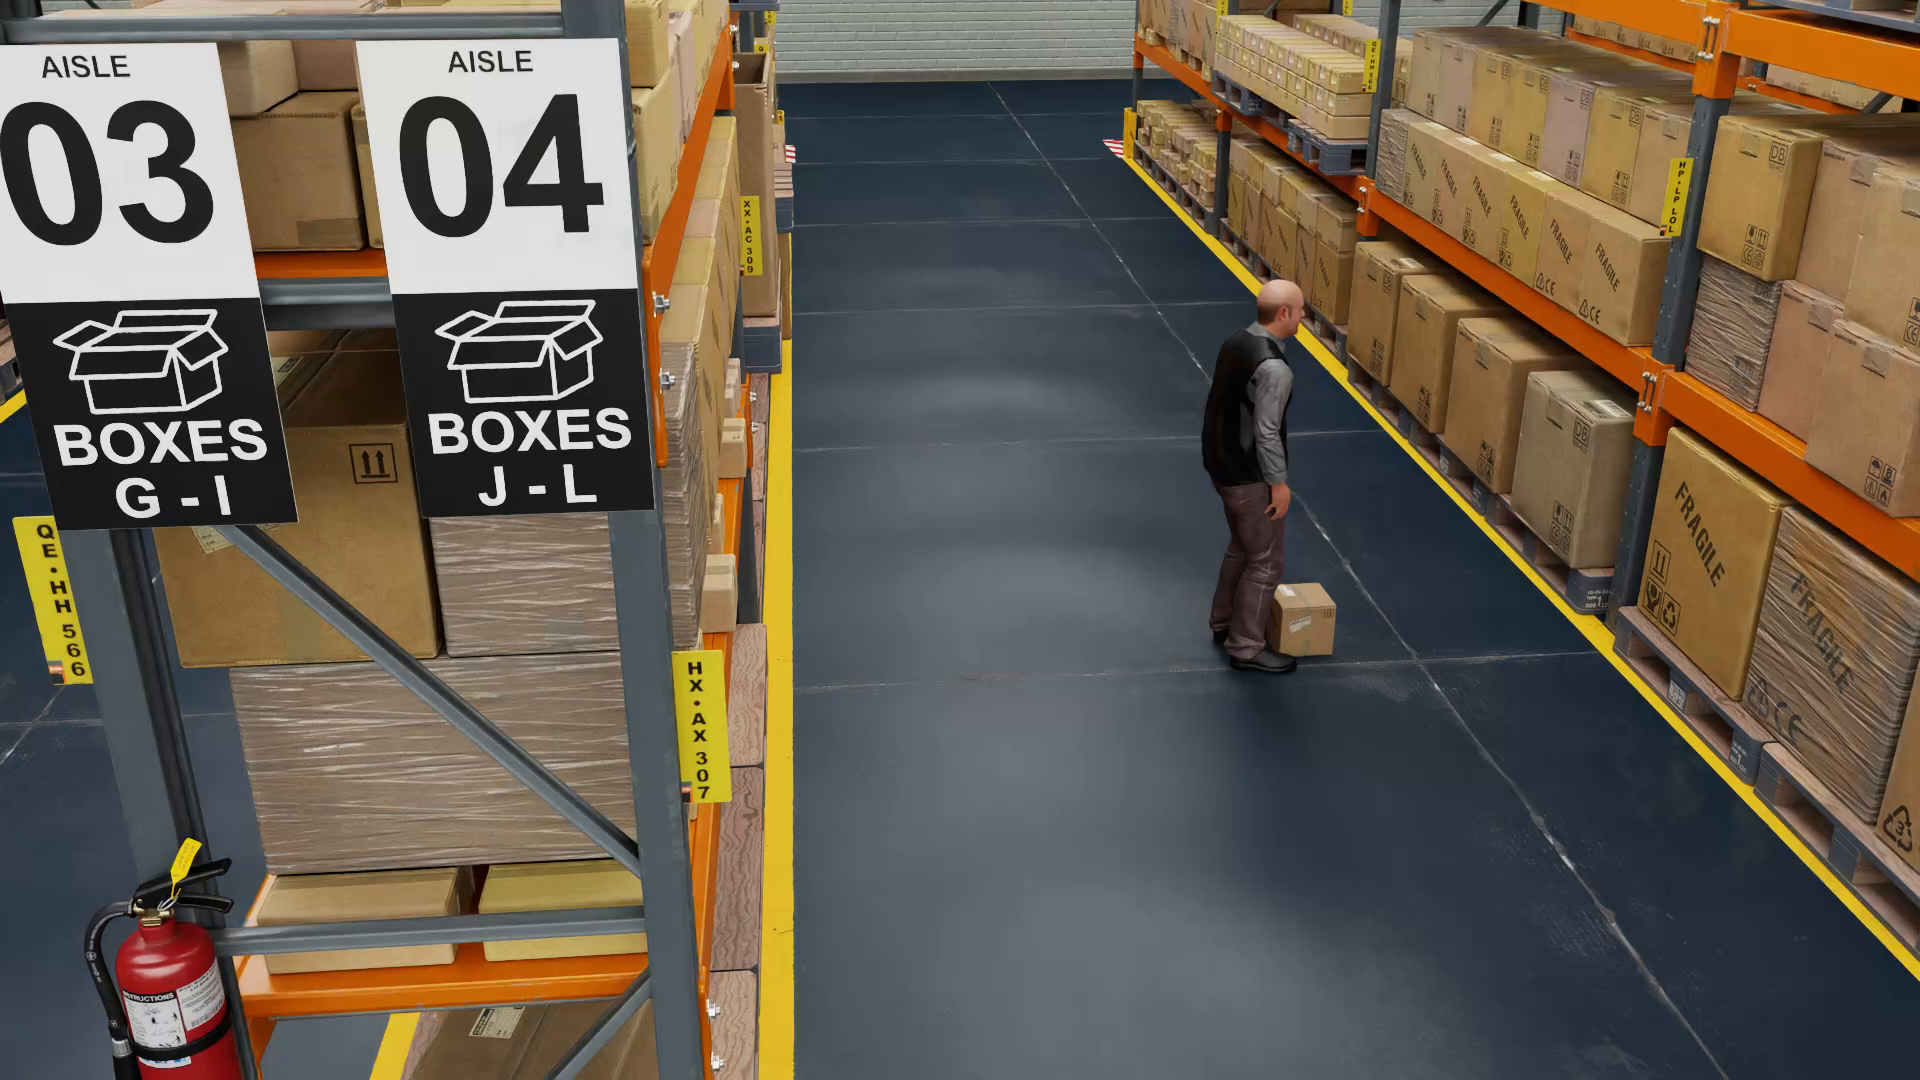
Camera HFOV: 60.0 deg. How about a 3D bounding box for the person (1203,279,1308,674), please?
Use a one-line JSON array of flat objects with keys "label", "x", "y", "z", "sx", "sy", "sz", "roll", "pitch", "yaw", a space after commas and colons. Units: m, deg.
[{"label": "person", "x": 1.279, "y": -0.291, "z": 7.299, "sx": 0.418, "sy": 1.720, "sz": 0.580, "roll": -2, "pitch": 24, "yaw": -5}]
